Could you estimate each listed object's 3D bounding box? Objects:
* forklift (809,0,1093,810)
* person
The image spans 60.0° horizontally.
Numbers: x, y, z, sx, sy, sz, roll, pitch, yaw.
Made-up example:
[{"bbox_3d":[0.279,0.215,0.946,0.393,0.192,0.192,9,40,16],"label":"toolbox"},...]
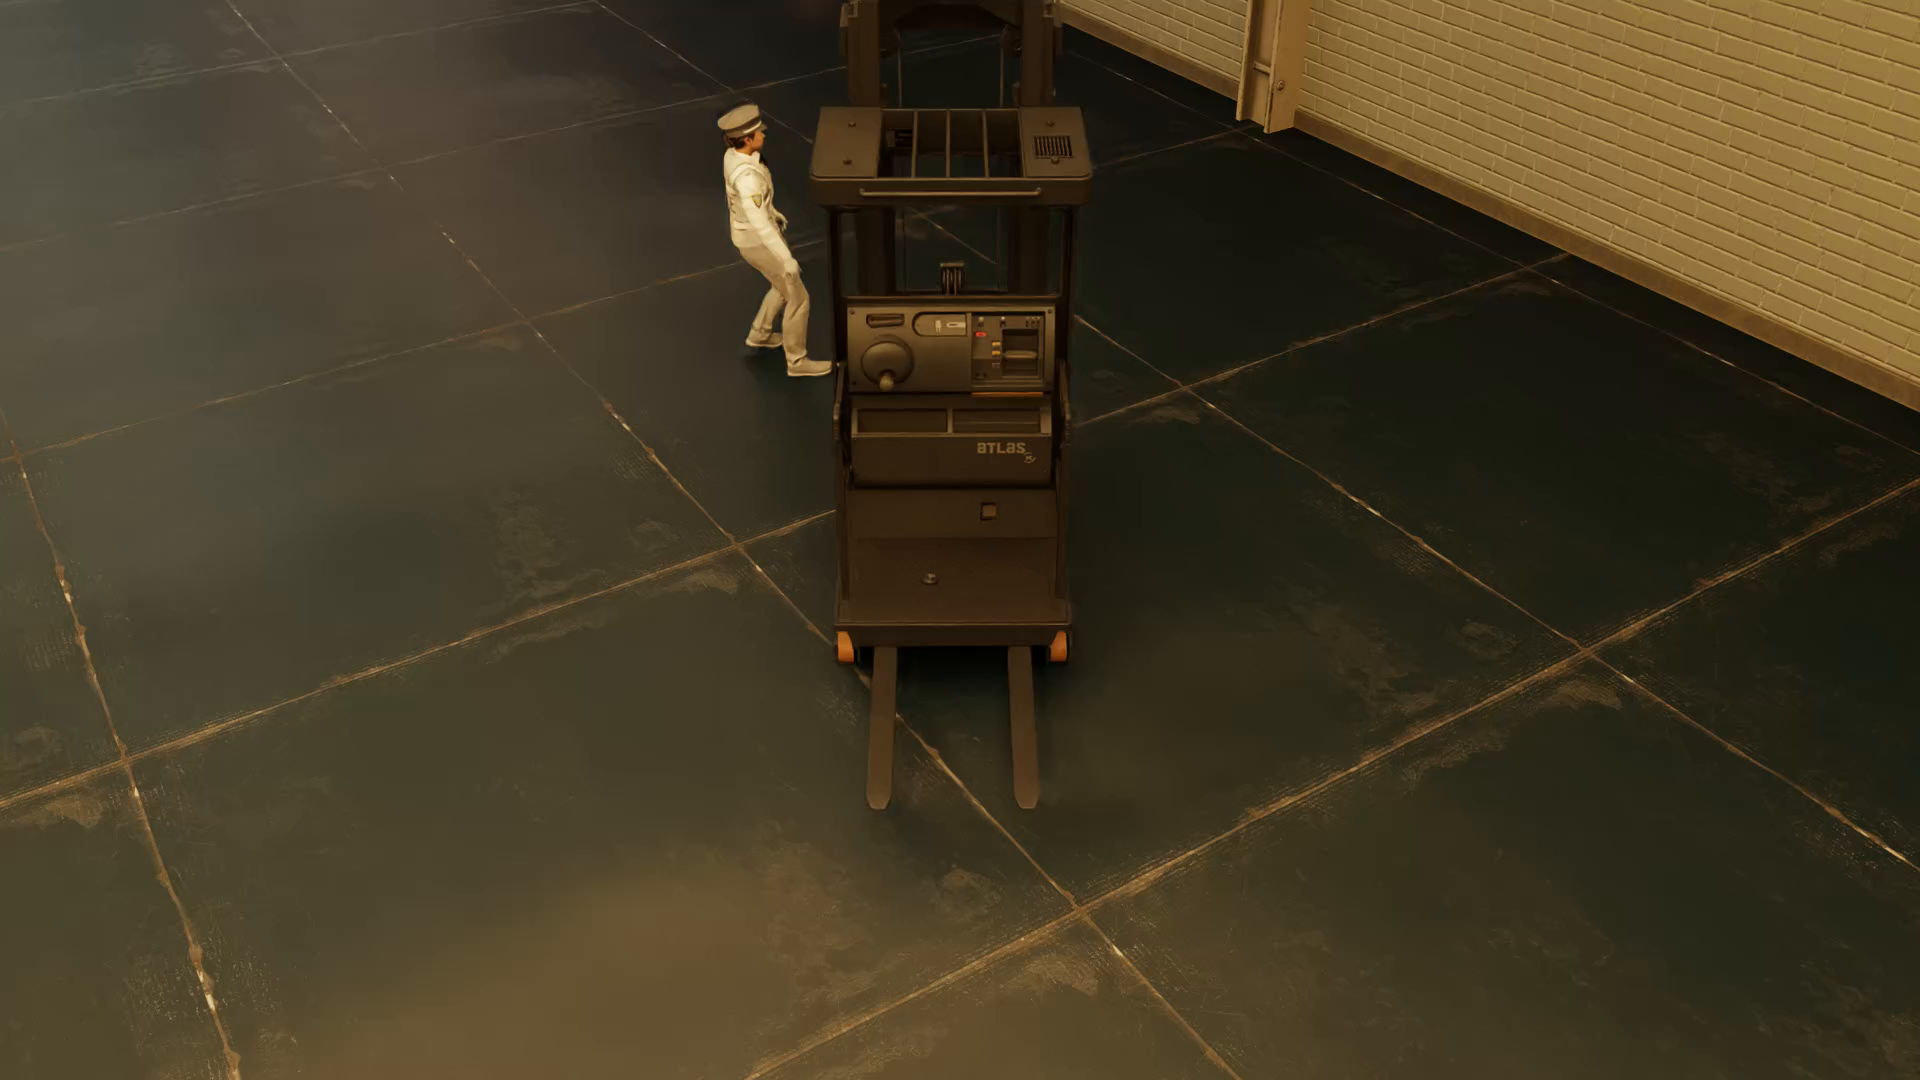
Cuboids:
[{"bbox_3d":[-0.036,-0.797,7.281,1.130,2.935,3.031,0,35,0],"label":"forklift"},{"bbox_3d":[-1.088,-1.787,9.829,0.558,1.613,0.682,-7,36,-10],"label":"person"}]
